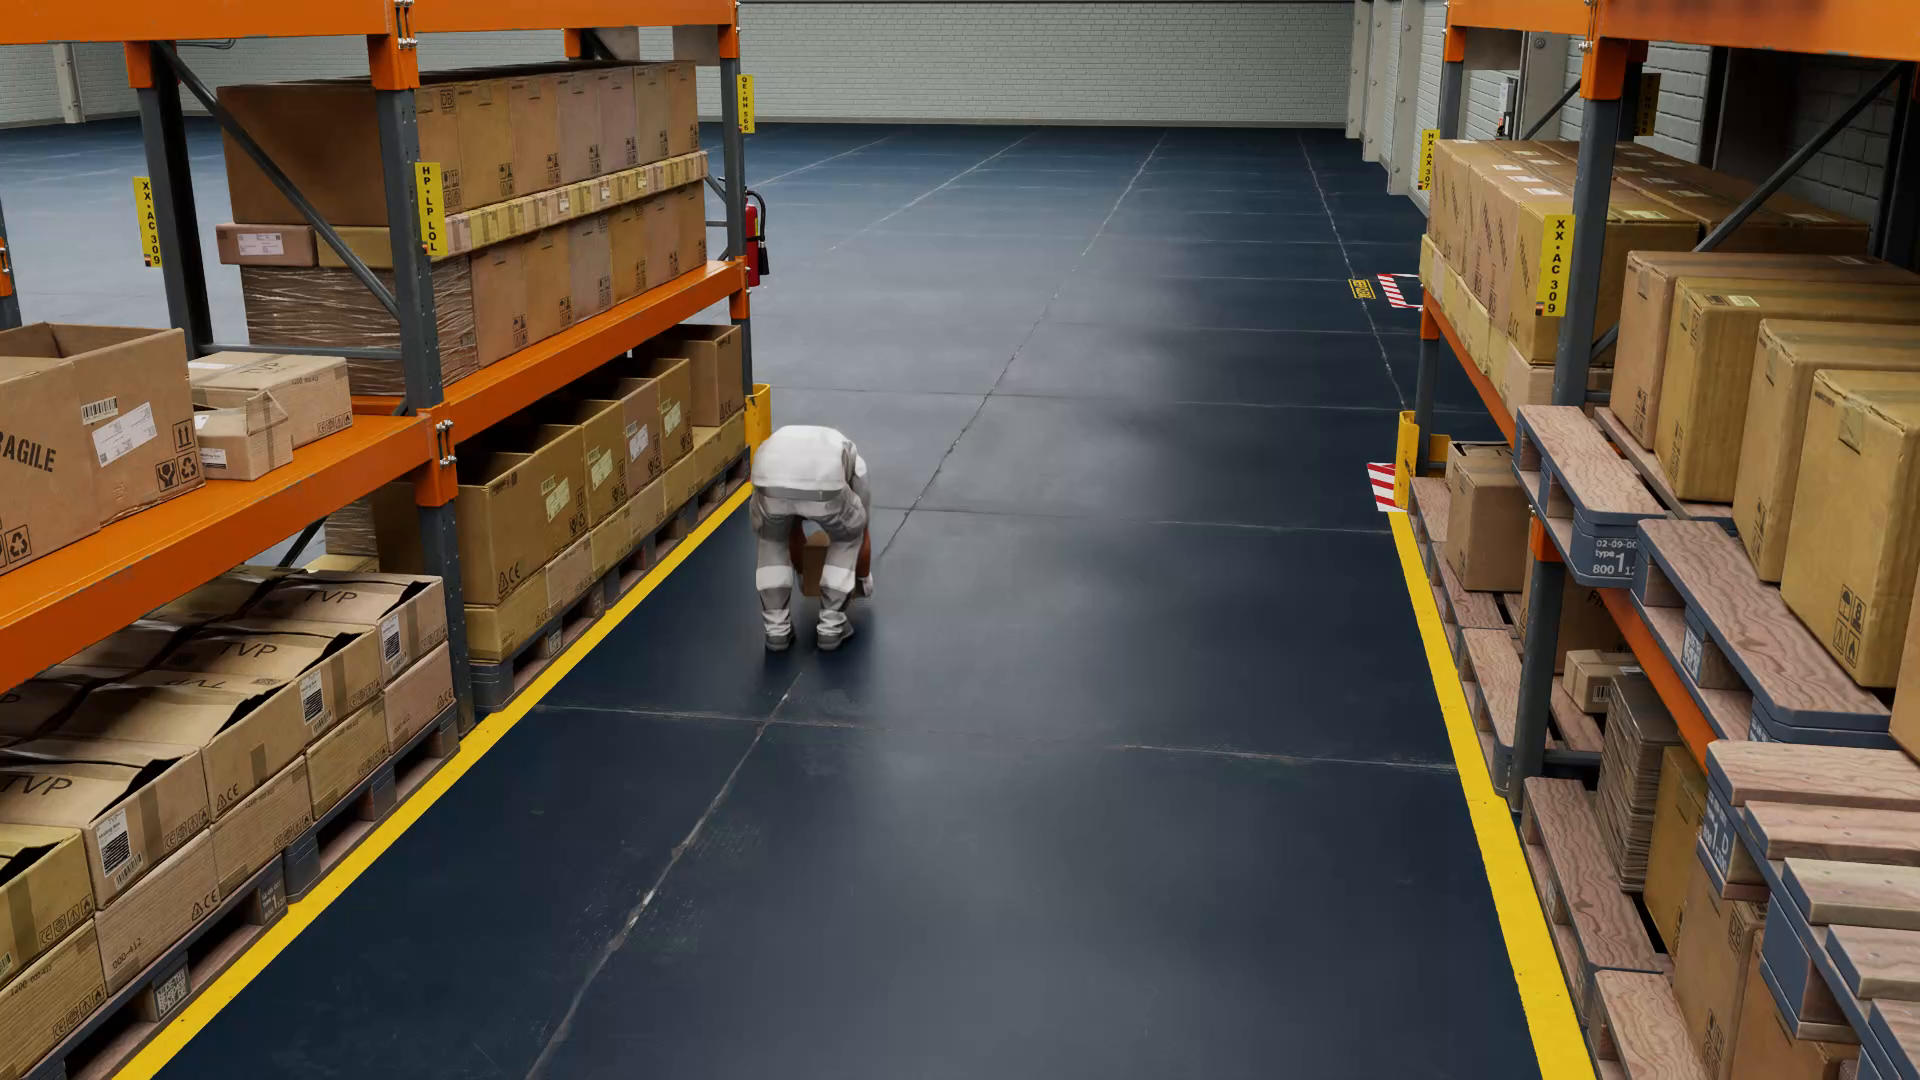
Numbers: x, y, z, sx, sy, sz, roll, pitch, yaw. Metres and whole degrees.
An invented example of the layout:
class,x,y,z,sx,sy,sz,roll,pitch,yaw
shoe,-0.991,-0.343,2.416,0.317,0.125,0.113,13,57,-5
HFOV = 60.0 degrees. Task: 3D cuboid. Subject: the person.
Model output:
class,x,y,z,sx,sy,sz,roll,pitch,yaw
person,-0.666,-0.071,7.506,0.523,1.009,0.953,2,18,6
